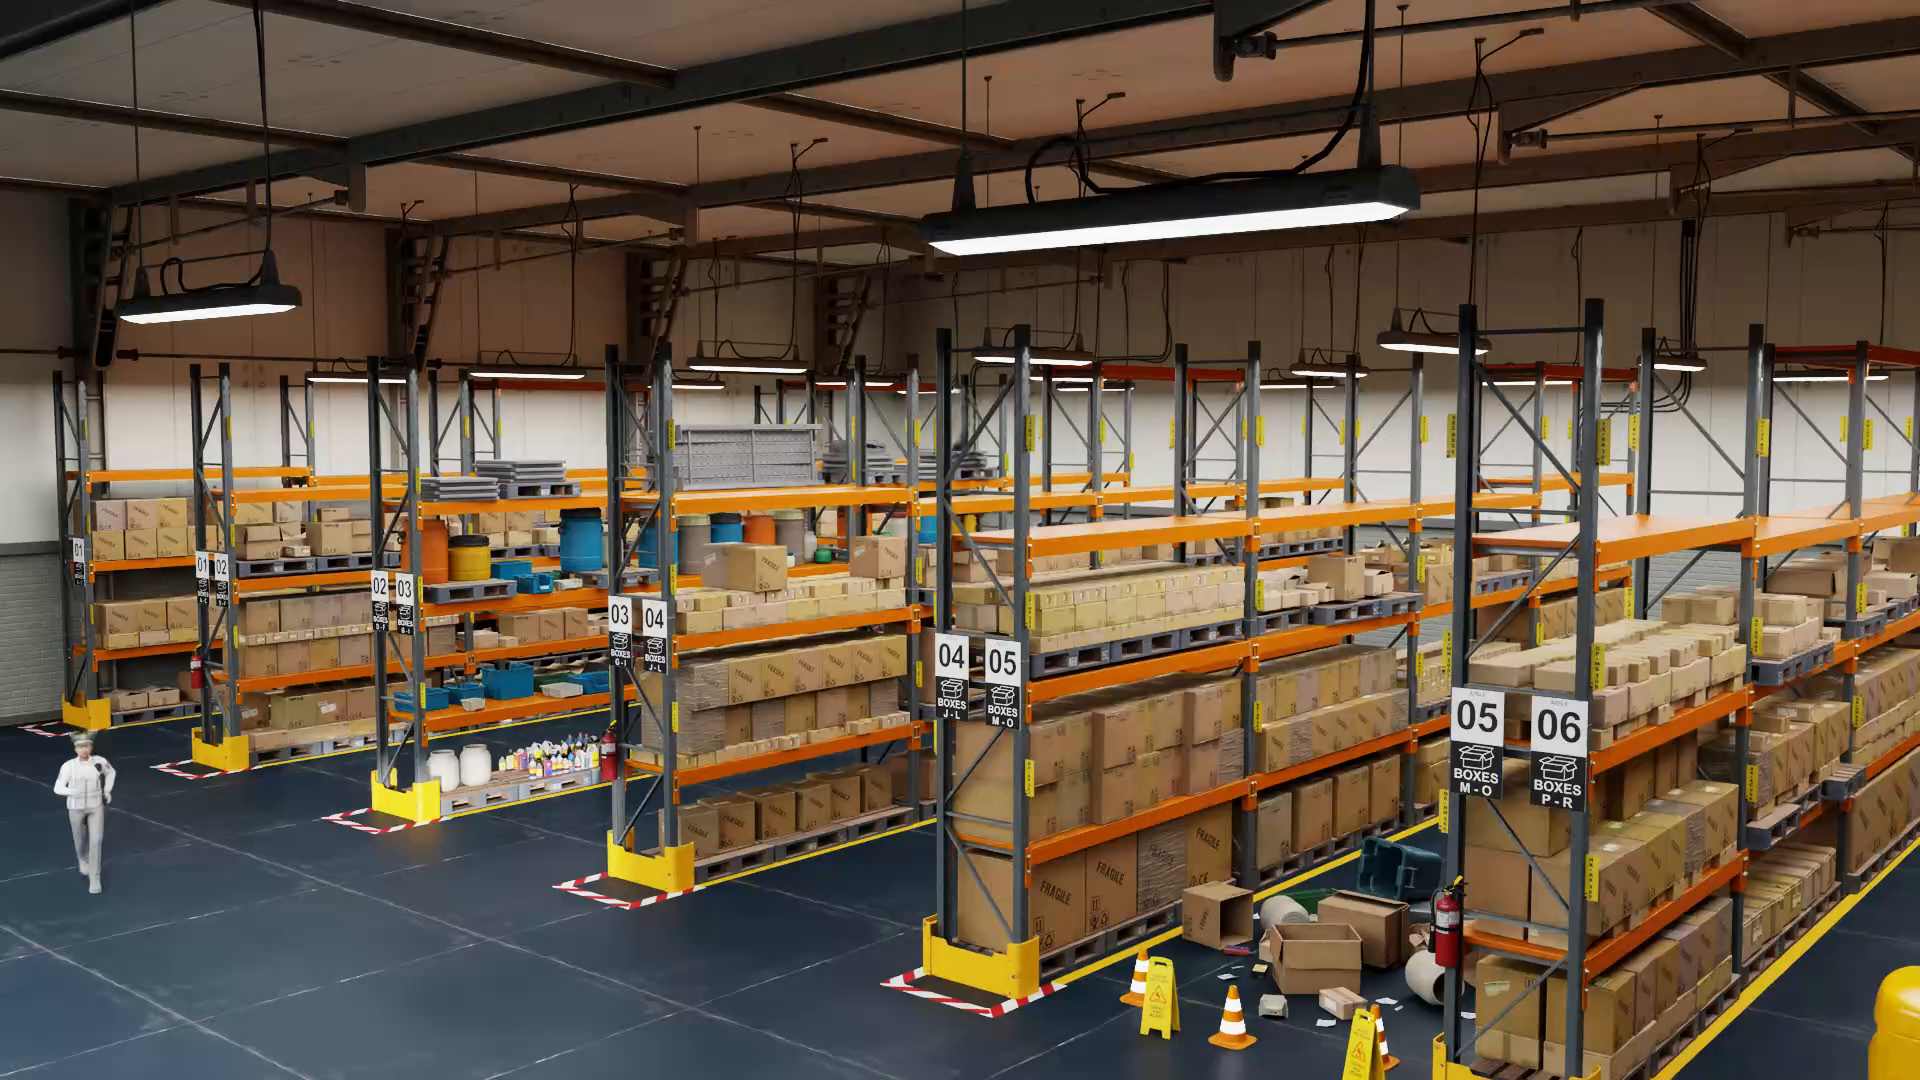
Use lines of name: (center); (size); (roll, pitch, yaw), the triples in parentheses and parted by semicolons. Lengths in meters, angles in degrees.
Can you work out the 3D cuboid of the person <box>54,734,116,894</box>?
person: (-9.638, 2.974, 18.352); (0.612, 1.697, 0.886); (-2, 5, -29)
